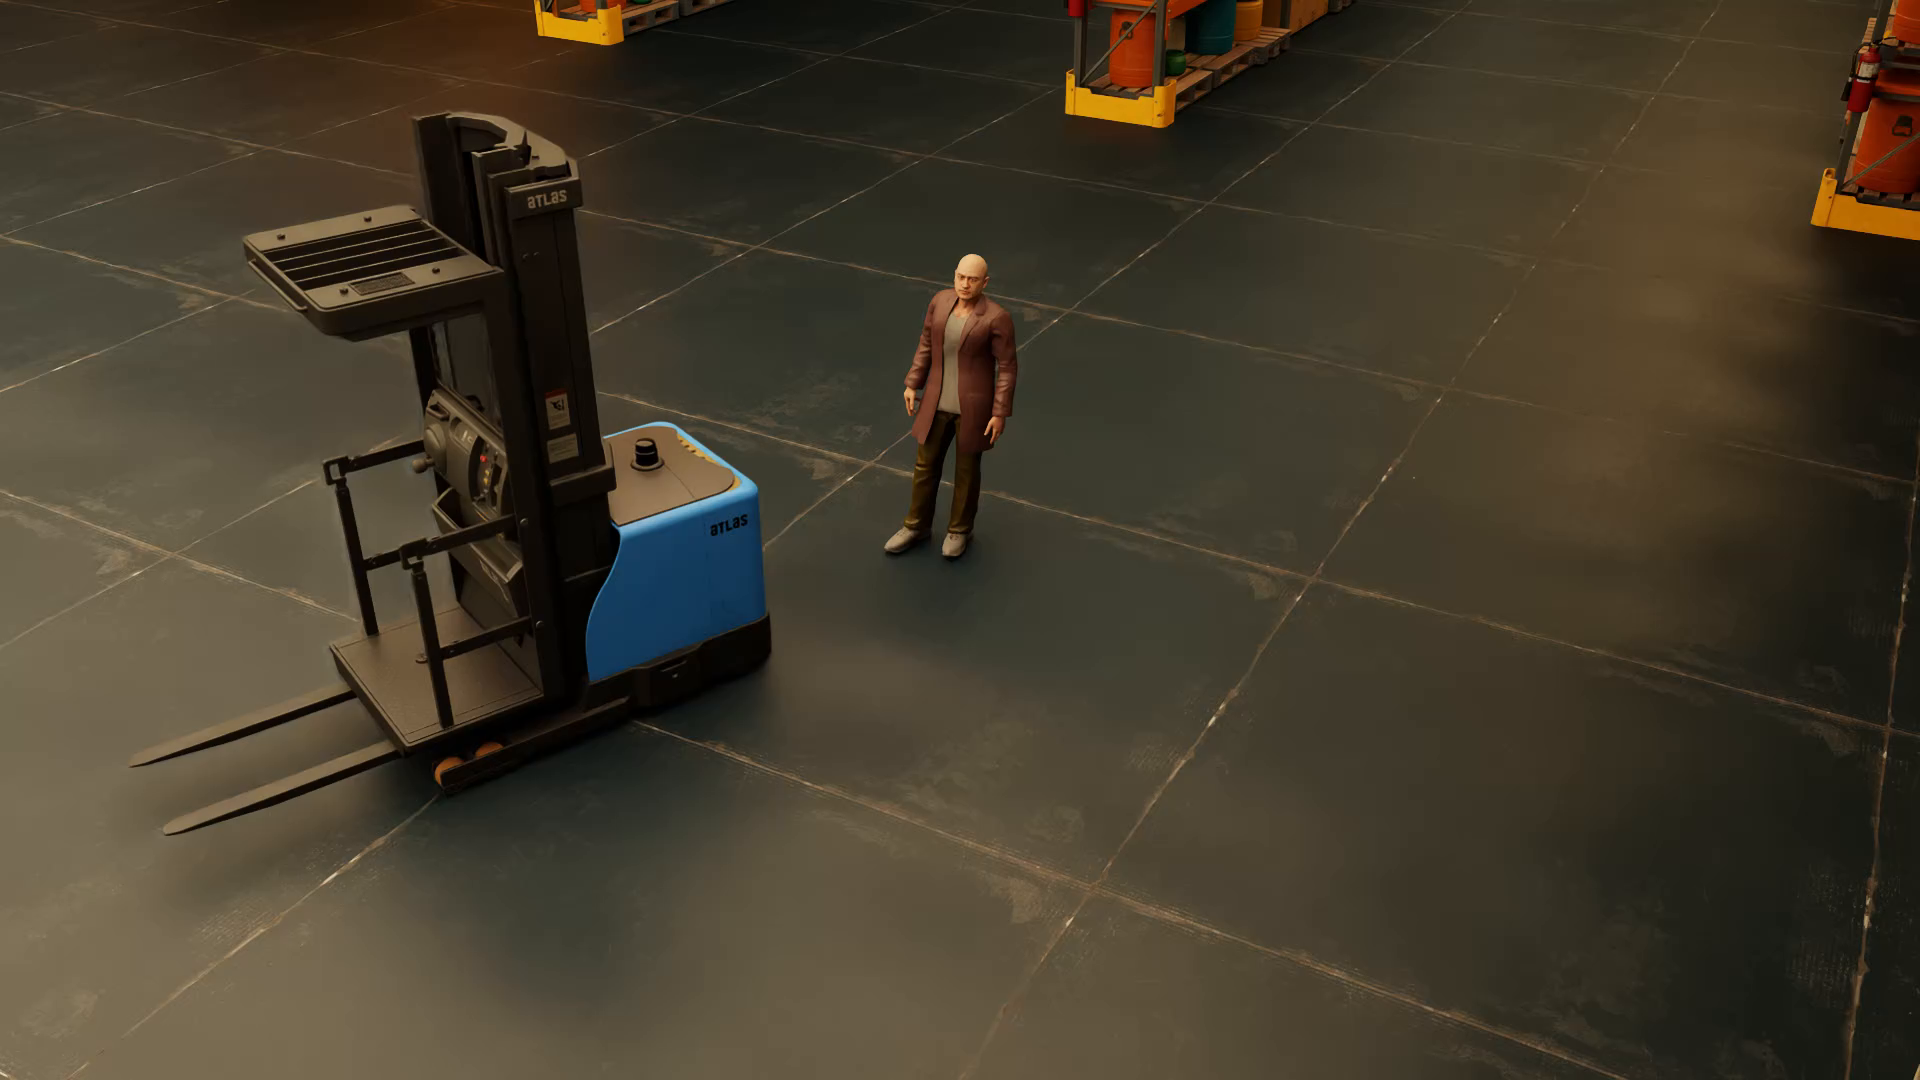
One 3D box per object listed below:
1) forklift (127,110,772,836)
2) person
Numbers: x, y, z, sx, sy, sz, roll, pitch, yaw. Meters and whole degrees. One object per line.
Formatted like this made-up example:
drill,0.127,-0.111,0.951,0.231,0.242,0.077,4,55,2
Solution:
forklift,-2.484,-0.367,7.706,3.031,2.935,1.130,-21,36,-31
person,-0.048,-0.738,9.488,0.696,1.776,0.582,15,33,25
